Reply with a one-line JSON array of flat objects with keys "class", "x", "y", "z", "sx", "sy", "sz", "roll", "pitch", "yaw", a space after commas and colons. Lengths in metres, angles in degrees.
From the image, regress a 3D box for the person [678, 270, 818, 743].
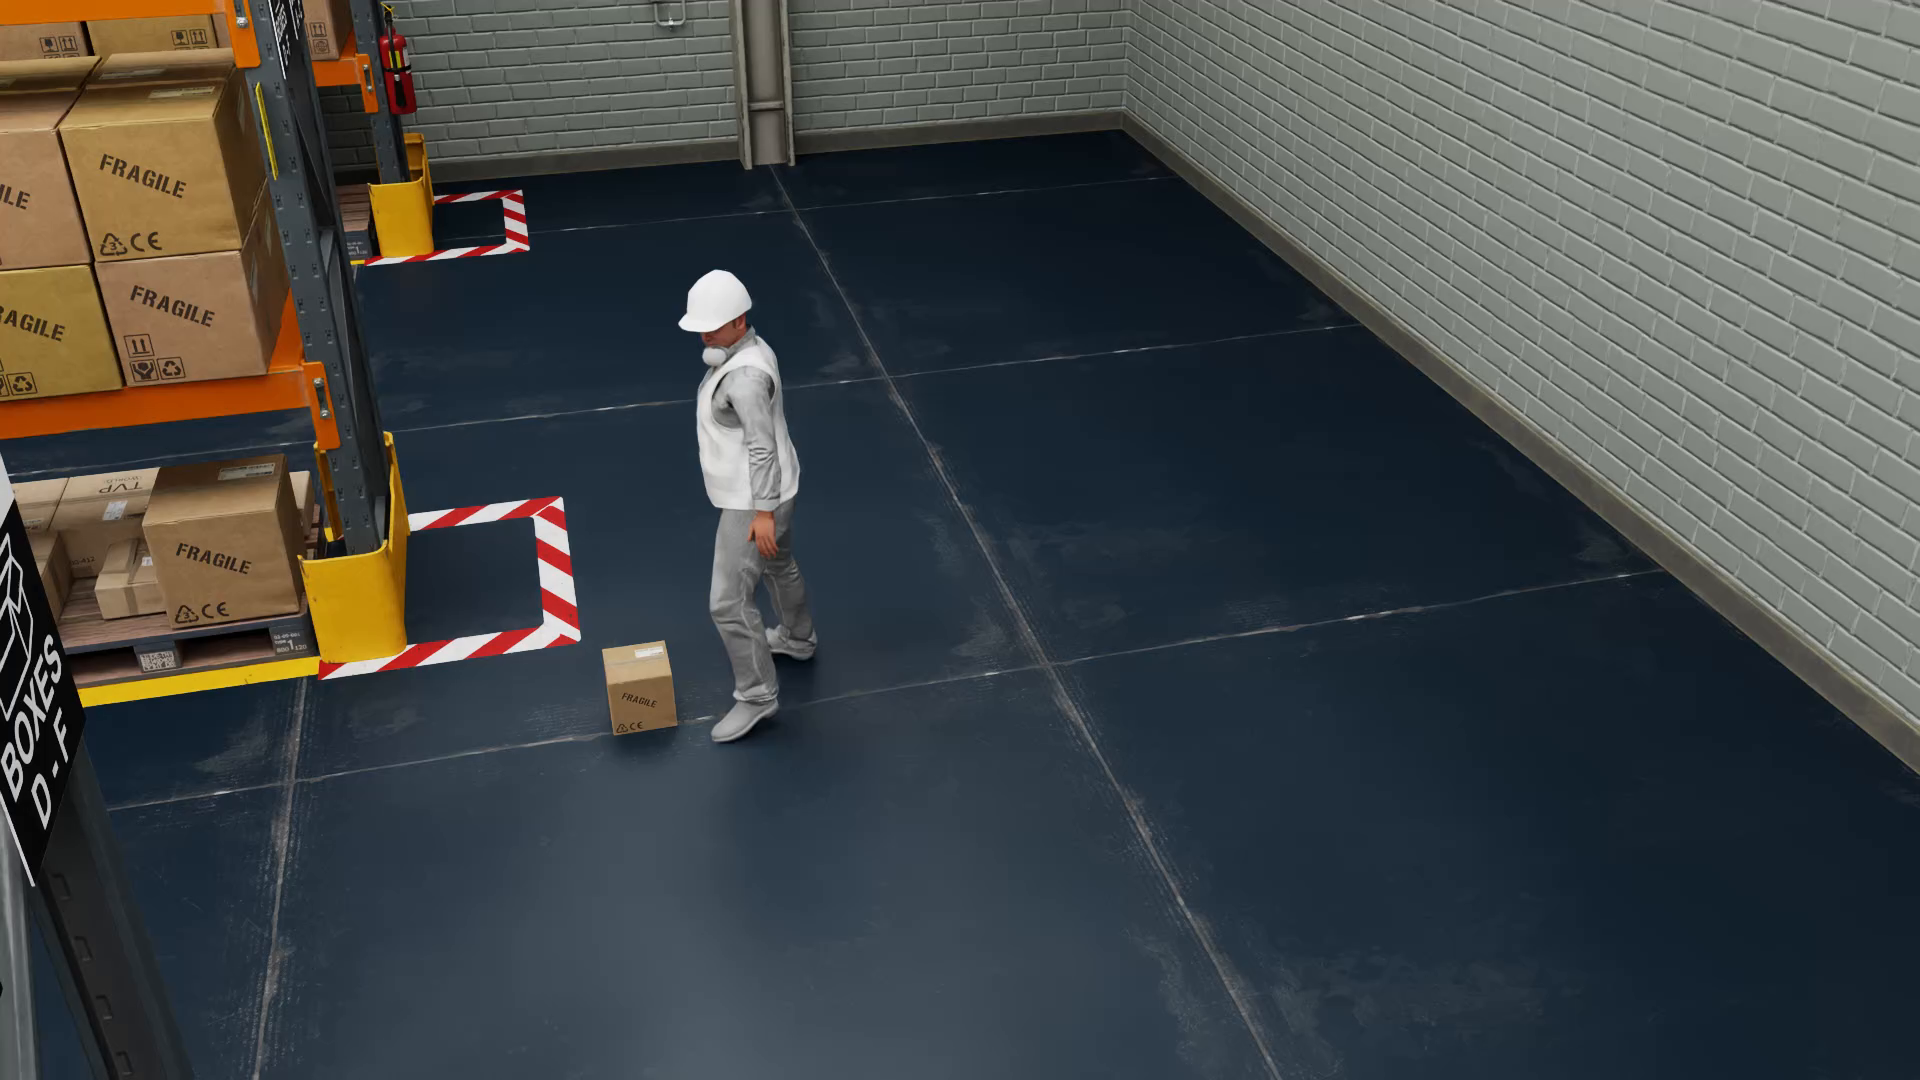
[{"class": "person", "x": -0.802, "y": -0.155, "z": 6.368, "sx": 0.430, "sy": 1.792, "sz": 0.729, "roll": 0, "pitch": 30, "yaw": -1}]
